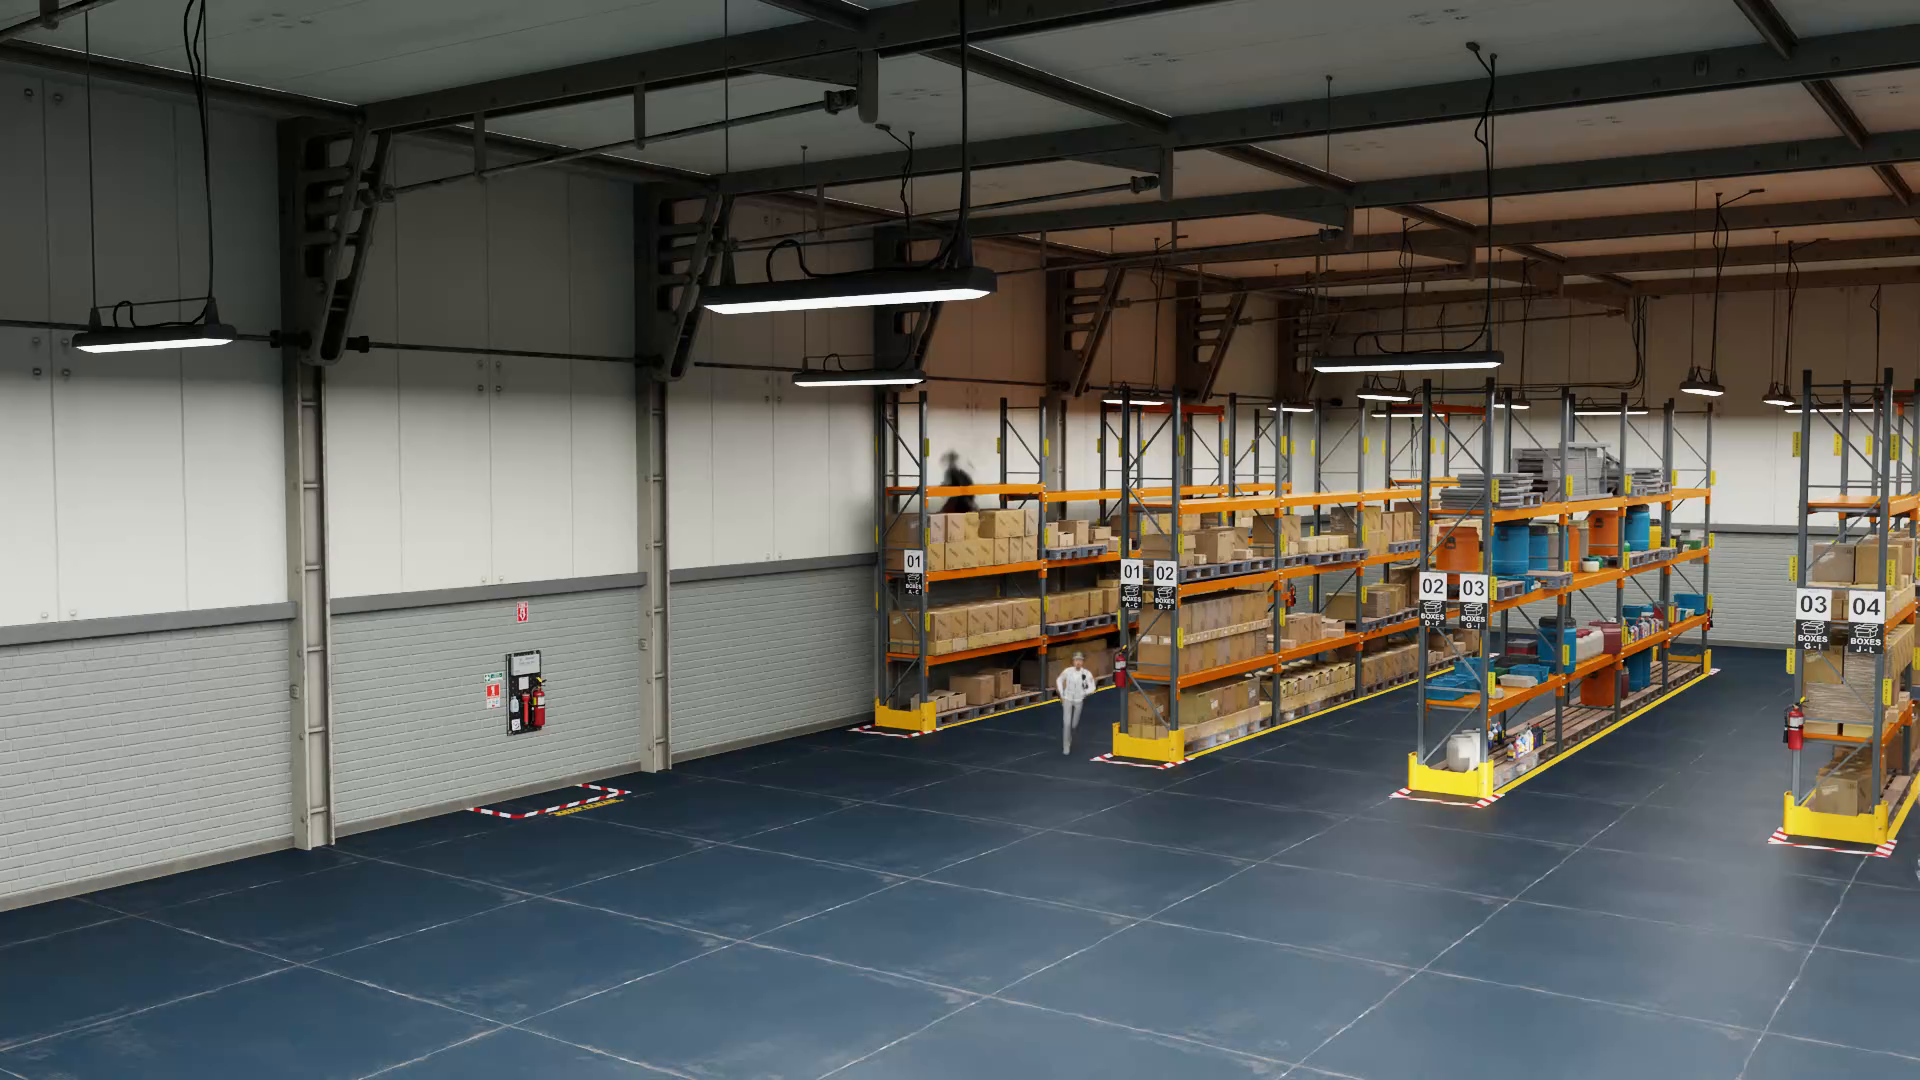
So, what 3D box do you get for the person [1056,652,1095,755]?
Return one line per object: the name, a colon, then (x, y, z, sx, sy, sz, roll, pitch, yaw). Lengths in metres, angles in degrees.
person: (1.907, 2.672, 27.453, 0.658, 1.687, 0.771, 0, 3, 7)
